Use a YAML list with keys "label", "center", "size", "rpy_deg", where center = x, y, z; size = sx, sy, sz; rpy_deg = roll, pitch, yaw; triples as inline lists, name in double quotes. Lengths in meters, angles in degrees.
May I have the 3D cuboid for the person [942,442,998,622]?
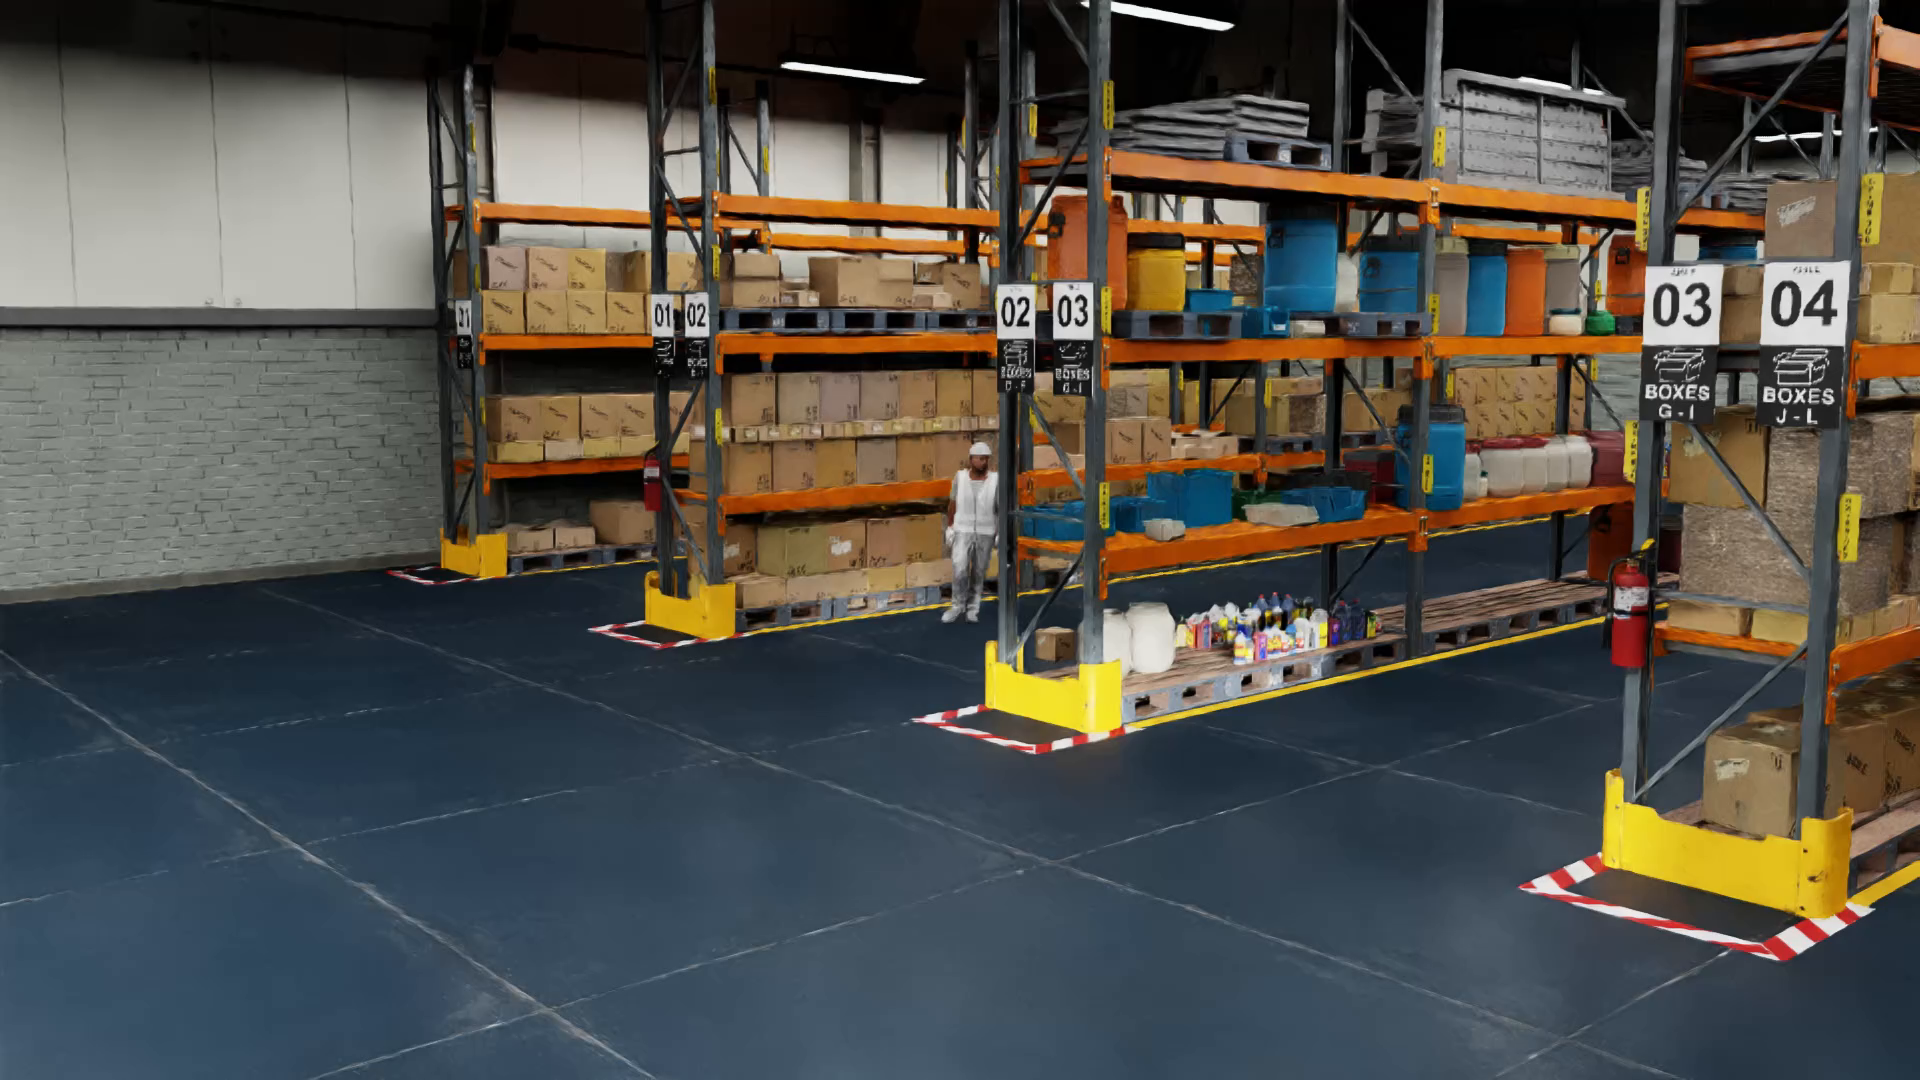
- label: "person"
  center: [0.138, -0.070, 16.039]
  size: [0.635, 1.765, 0.503]
  rpy_deg: [0, 7, -3]
